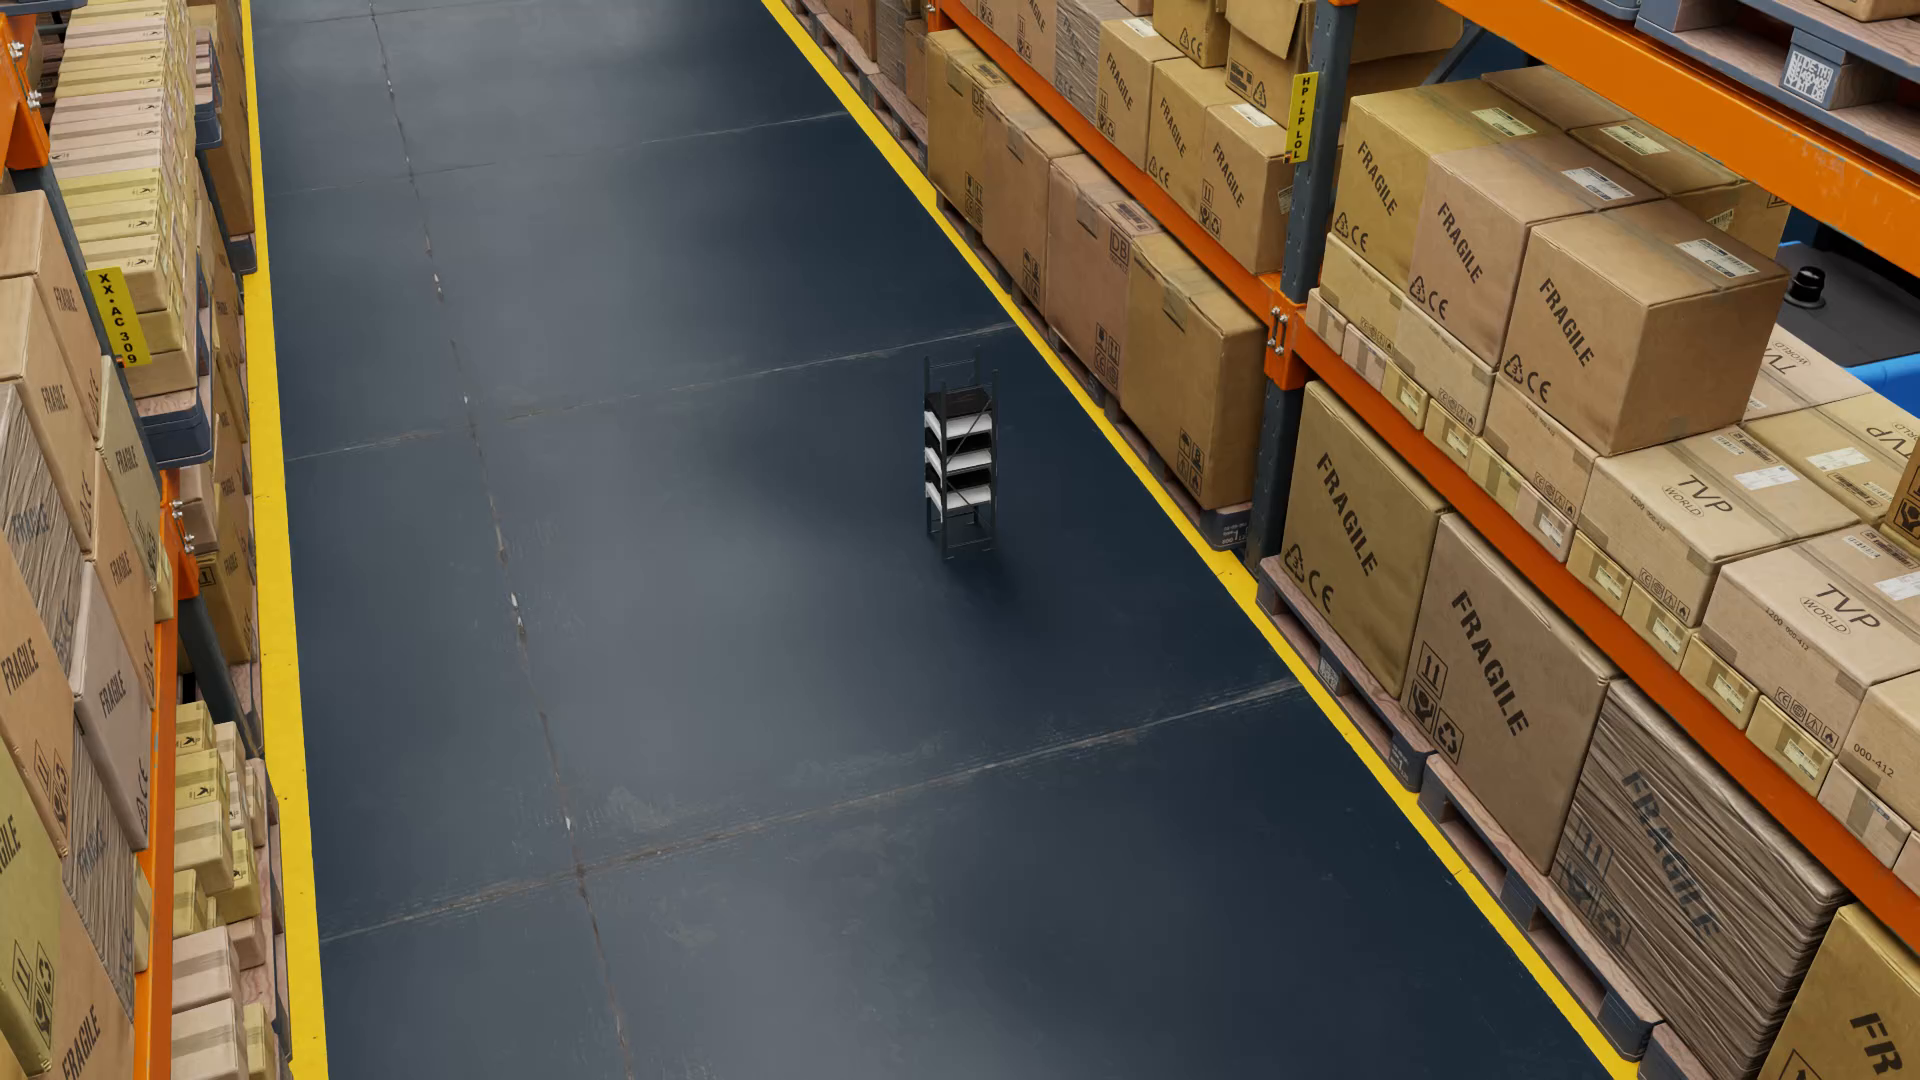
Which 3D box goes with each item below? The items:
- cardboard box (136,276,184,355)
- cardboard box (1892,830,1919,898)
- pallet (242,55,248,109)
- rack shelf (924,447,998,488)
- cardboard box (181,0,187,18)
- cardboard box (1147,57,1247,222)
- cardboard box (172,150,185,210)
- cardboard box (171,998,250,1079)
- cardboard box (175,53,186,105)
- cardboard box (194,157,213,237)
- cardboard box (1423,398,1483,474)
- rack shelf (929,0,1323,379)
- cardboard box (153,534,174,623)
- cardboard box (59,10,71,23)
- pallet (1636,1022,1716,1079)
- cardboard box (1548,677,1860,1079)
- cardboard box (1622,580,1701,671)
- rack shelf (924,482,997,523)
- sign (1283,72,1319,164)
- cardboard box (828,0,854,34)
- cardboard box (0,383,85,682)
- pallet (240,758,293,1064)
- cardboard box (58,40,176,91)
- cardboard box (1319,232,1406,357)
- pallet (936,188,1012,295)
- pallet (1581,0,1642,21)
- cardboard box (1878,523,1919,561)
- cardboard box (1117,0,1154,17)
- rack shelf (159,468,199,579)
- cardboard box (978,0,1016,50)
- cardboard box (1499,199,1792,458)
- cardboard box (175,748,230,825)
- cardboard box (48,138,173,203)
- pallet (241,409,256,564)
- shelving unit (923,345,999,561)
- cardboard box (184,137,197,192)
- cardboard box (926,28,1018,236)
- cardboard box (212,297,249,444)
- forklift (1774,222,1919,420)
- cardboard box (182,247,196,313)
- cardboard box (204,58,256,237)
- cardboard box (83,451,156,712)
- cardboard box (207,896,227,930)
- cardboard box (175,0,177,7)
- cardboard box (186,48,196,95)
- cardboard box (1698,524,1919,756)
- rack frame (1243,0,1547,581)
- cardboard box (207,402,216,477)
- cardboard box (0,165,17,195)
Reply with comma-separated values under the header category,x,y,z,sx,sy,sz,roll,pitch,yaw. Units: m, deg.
category,x,y,z,sx,sy,sz,roll,pitch,yaw
cardboard box,-2.694,-0.696,5.294,0.380,0.149,0.250,-12,39,-15
cardboard box,2.469,0.776,3.936,0.380,0.149,0.250,-12,39,-16
pallet,-5.407,-3.177,11.293,1.003,0.211,1.213,-12,39,-16
rack shelf,0.003,-0.328,6.993,0.258,0.077,0.200,-12,39,-16
cardboard box,-3.769,-2.453,7.626,0.380,0.149,0.250,-12,39,-15
cardboard box,1.120,-1.691,6.918,0.500,0.500,0.500,-11,38,-15
cardboard box,-3.059,-1.287,6.077,0.380,0.149,0.250,-11,38,-14
cardboard box,-2.106,1.410,4.411,0.380,0.149,0.250,-14,39,-18
cardboard box,-3.414,-1.872,6.855,0.380,0.149,0.250,-13,39,-16
cardboard box,-3.885,-1.589,7.971,0.500,0.250,0.500,-13,39,-17
cardboard box,1.765,-0.380,5.471,0.380,0.149,0.250,-13,39,-17
rack shelf,1.013,-2.004,8.016,1.077,0.370,4.000,-12,39,-16
cardboard box,-2.481,0.144,4.775,0.380,0.149,0.250,-13,39,-17
cardboard box,-4.268,-2.801,8.393,0.500,0.500,0.500,-12,39,-15
pallet,2.729,1.776,4.717,1.003,0.211,1.213,-12,39,-16
cardboard box,2.469,0.920,4.953,0.875,0.875,0.875,-12,39,-16
cardboard box,2.120,0.201,4.698,0.380,0.149,0.250,-12,39,-15
rack shelf,0.003,-0.184,7.102,0.258,0.077,0.200,-12,39,-16
sign,1.195,-1.475,5.819,0.100,0.325,0.005,-12,39,-16
cardboard box,-0.521,-3.918,11.670,0.700,0.500,0.500,-16,40,-20
cardboard box,-2.229,0.042,3.539,0.500,0.500,0.500,-11,38,-15
pallet,-2.726,1.294,5.357,1.003,0.211,1.213,-12,39,-16
cardboard box,-3.325,-1.844,6.570,0.380,0.149,0.250,-11,38,-14
cardboard box,1.617,-0.901,5.831,0.500,0.250,0.500,-13,39,-17
pallet,0.525,-1.847,9.526,1.003,0.211,1.213,-12,39,-16
pallet,1.973,-1.860,4.807,1.003,0.211,1.213,-12,39,-16
cardboard box,2.812,0.135,4.455,0.500,0.250,0.500,-14,39,-17
cardboard box,1.020,-2.700,7.424,0.797,0.503,0.637,-11,38,-14
rack shelf,-3.679,-1.035,6.728,1.077,0.370,4.000,-12,39,-16
cardboard box,0.416,-2.840,8.444,0.500,0.500,0.500,-13,39,-17
cardboard box,1.972,-0.624,4.840,0.500,0.500,0.500,-14,39,-17
cardboard box,-2.498,0.824,5.188,0.380,0.149,0.250,-12,39,-15
cardboard box,-2.965,-1.258,5.792,0.380,0.149,0.250,-13,39,-17
pallet,-3.683,-0.208,7.351,1.003,0.211,1.213,-12,39,-16
shelving unit,0.003,-0.355,6.973,0.258,0.900,0.210,-12,39,-16
cardboard box,-3.232,-1.457,6.551,0.380,0.149,0.250,-14,39,-18
cardboard box,0.543,-2.347,9.289,1.225,0.875,0.875,-14,39,-18
cardboard box,-3.523,-0.714,7.433,0.500,0.500,0.500,-14,39,-18
forklift,4.453,-1.479,6.777,3.031,2.935,1.130,-12,39,-15
cardboard box,-2.877,-0.875,5.778,0.380,0.149,0.250,-12,39,-16
cardboard box,-4.492,-2.084,9.044,1.050,0.750,0.750,-13,39,-17
cardboard box,-2.381,0.157,4.218,0.500,0.500,0.500,-13,39,-17
cardboard box,-2.376,1.232,4.894,0.380,0.149,0.250,-12,39,-16
cardboard box,-3.684,-2.433,7.352,0.380,0.149,0.250,-13,39,-17
cardboard box,-3.593,-2.050,7.338,0.380,0.149,0.250,-12,39,-15
cardboard box,2.313,0.246,4.308,0.500,0.250,0.500,-14,39,-17
rack frame,1.701,-1.162,6.300,1.000,3.000,0.127,-12,39,-16
cardboard box,-3.182,-0.433,6.438,0.500,0.250,0.500,-11,38,-15
cardboard box,-3.856,-1.329,6.381,0.380,0.149,0.250,-14,39,-17
